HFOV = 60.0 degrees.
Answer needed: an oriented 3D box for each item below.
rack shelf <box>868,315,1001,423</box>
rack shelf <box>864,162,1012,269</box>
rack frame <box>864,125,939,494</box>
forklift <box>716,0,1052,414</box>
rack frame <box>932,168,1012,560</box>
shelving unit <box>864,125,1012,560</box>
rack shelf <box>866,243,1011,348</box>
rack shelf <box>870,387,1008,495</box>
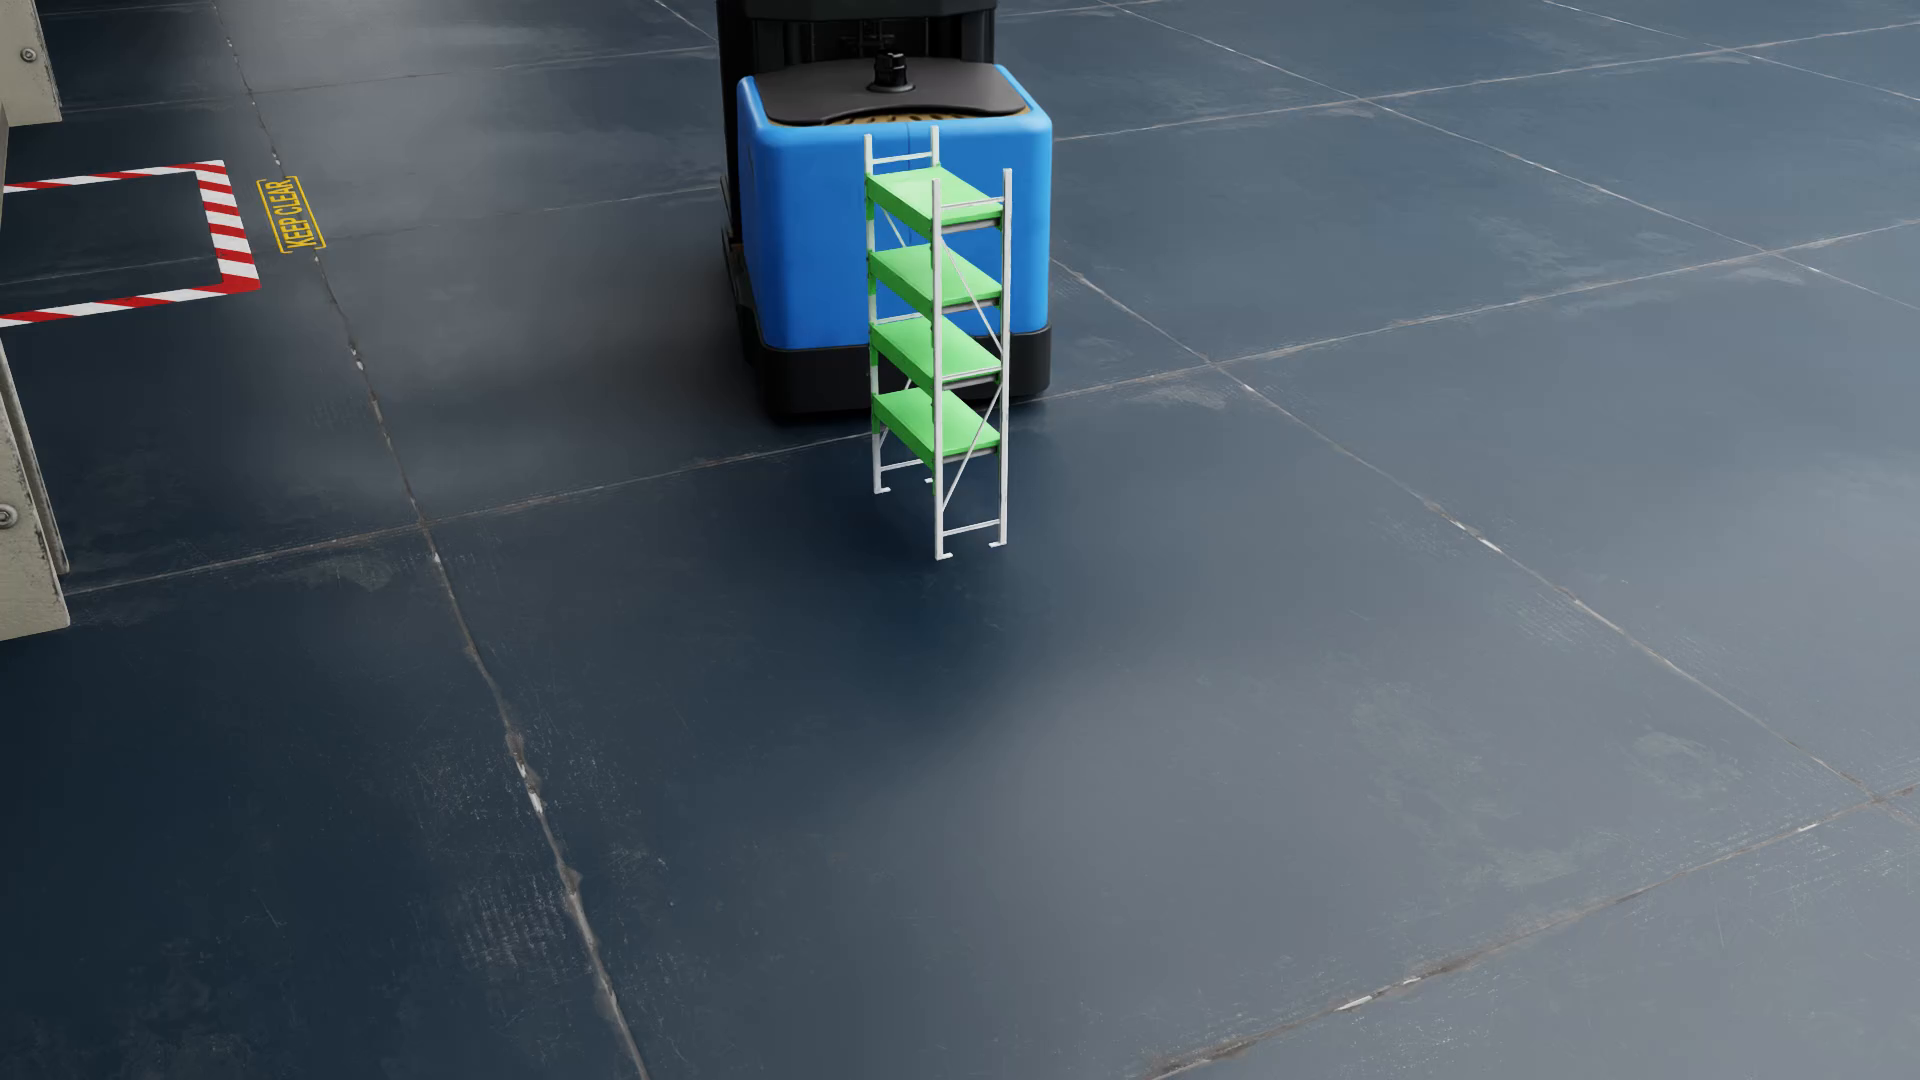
[{"bbox_3d":[-0.071,-0.541,5.118,0.258,0.148,0.480,-13,32,-22],"label":"rack shelf"},{"bbox_3d":[-0.071,-0.959,4.883,0.258,0.148,0.480,-13,32,-22],"label":"rack shelf"},{"bbox_3d":[-0.176,-0.704,5.279,0.240,1.200,0.015,-13,32,-22],"label":"rack frame"},{"bbox_3d":[-0.452,-2.430,6.586,1.130,2.935,3.031,-5,30,-9],"label":"forklift"},{"bbox_3d":[0.034,-0.489,4.895,0.240,1.200,0.015,-13,32,-22],"label":"rack frame"},{"bbox_3d":[-0.071,-0.596,5.087,0.258,1.200,0.503,-13,32,-22],"label":"shelving unit"},{"bbox_3d":[-0.071,-0.750,5.001,0.258,0.148,0.480,-13,32,-22],"label":"rack shelf"},{"bbox_3d":[-0.071,-0.331,5.236,0.258,0.148,0.480,-13,32,-22],"label":"rack shelf"}]
